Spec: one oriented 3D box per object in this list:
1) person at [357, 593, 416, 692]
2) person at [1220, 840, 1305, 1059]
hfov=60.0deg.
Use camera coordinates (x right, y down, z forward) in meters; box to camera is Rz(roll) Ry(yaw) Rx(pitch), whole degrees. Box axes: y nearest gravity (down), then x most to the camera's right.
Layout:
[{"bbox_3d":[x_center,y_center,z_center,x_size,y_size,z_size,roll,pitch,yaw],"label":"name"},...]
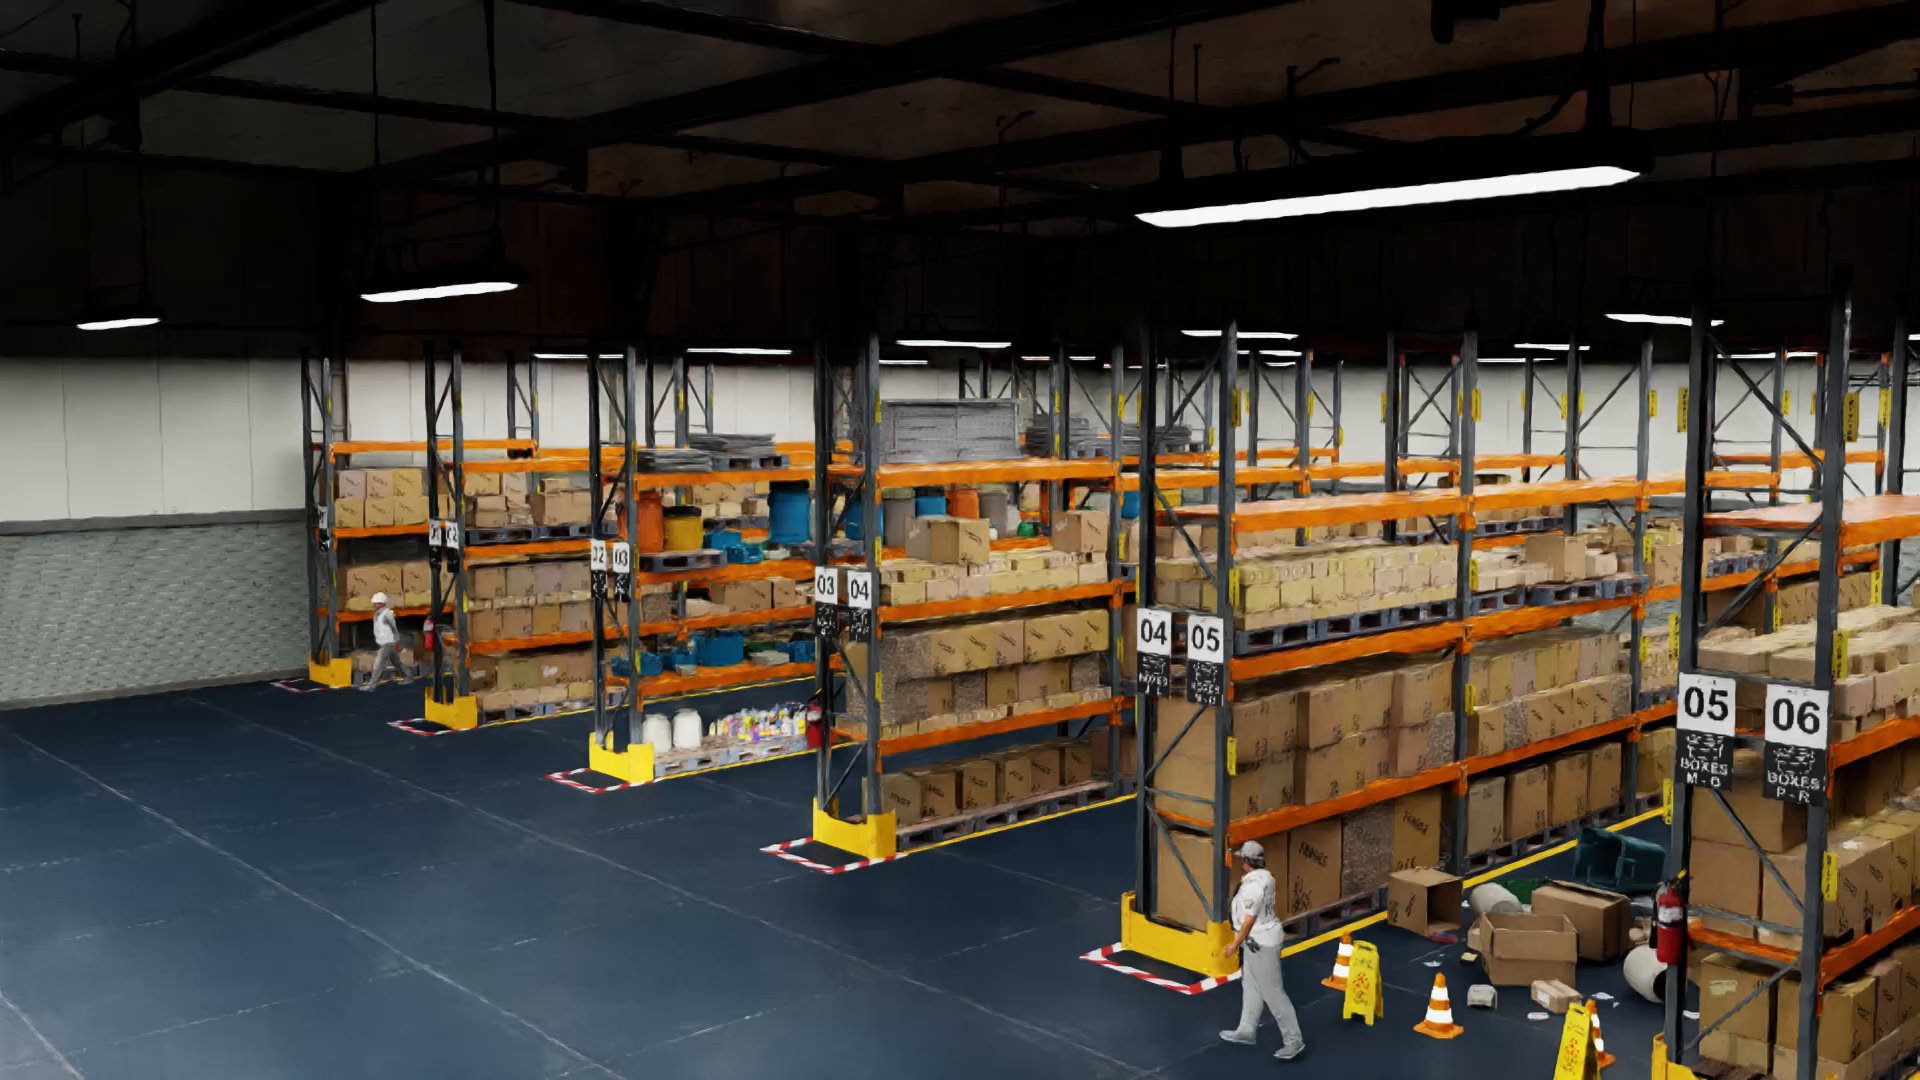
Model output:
[{"bbox_3d":[-10.039,1.758,28.983,1.115,1.700,0.543,-4,7,-40],"label":"person"},{"bbox_3d":[2.381,3.196,13.074,0.688,1.649,0.518,2,5,18],"label":"person"}]
